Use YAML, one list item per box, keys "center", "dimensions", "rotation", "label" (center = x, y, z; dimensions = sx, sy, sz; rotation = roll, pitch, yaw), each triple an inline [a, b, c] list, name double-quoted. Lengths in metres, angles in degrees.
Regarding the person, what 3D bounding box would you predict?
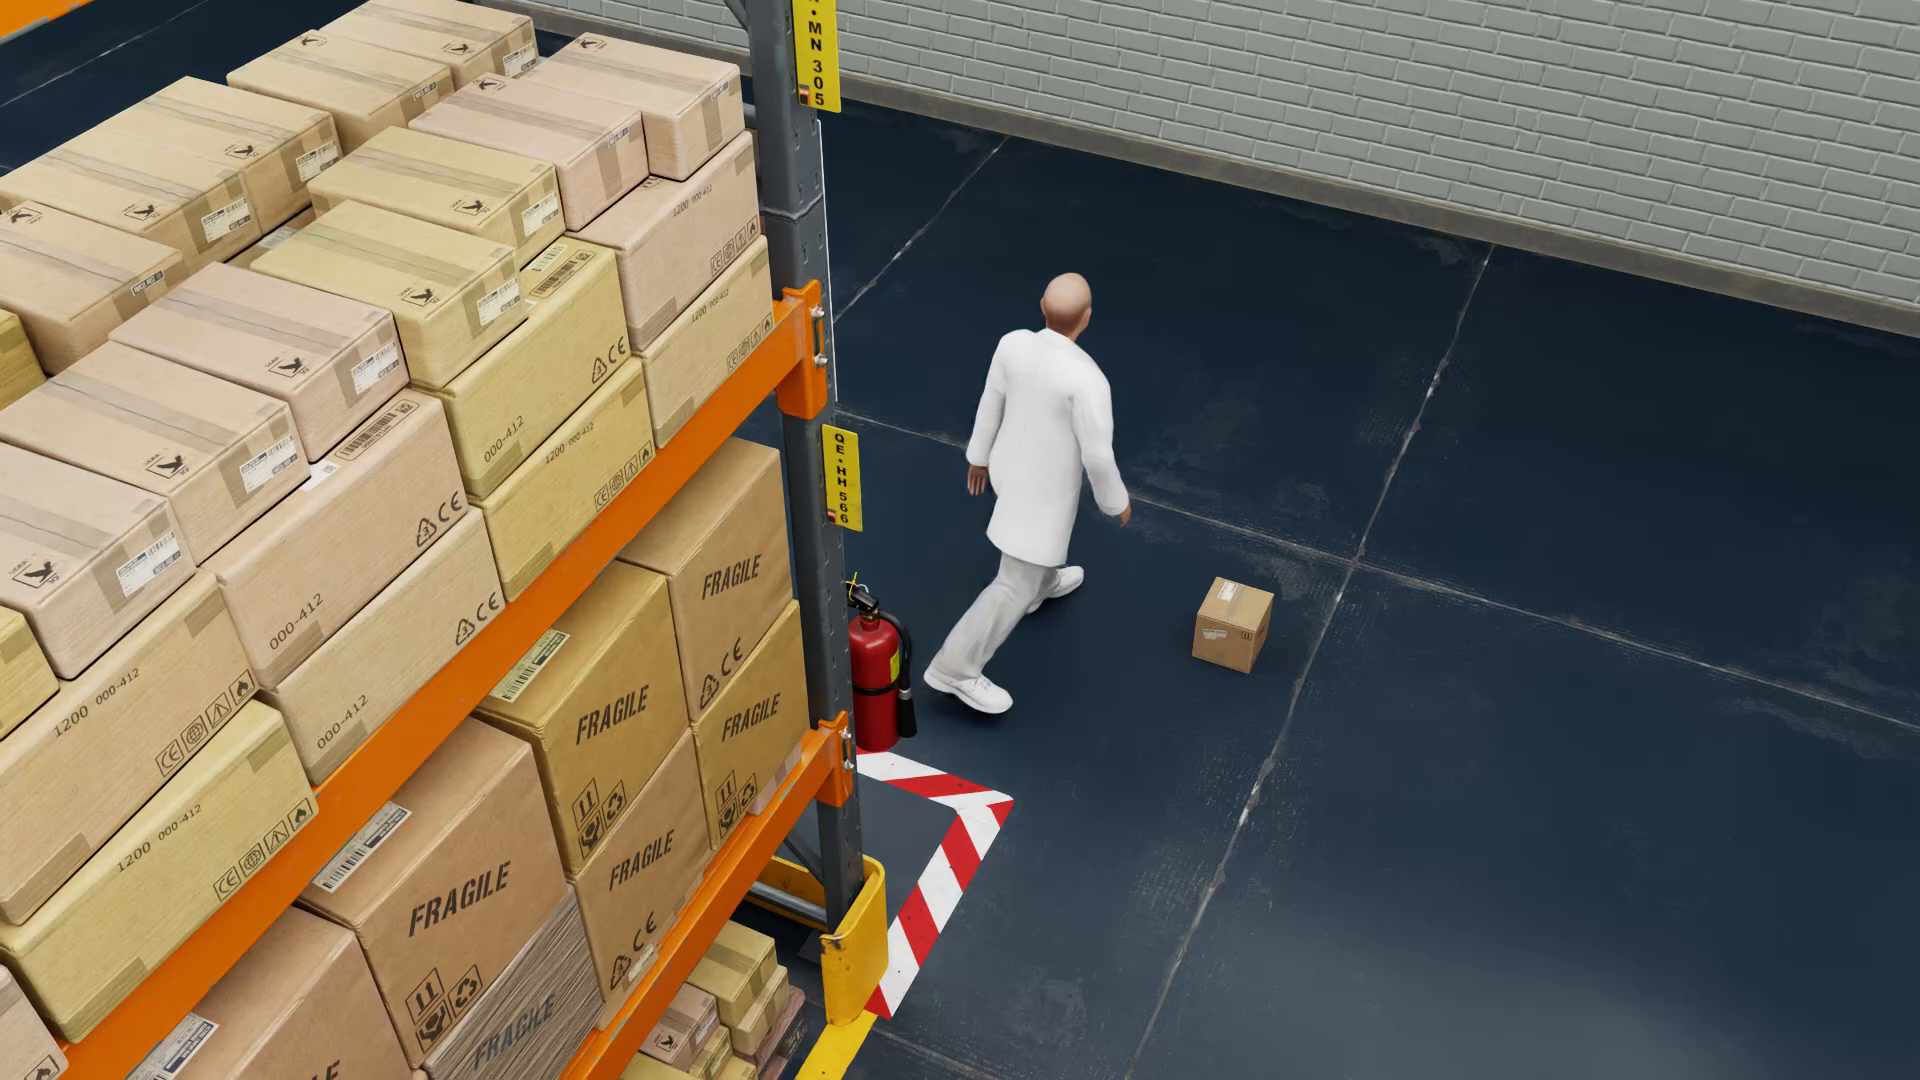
- center: [0.237, -0.189, 6.414]
  dimensions: [0.968, 1.715, 0.666]
  rotation: [-23, 46, -24]
  label: "person"
